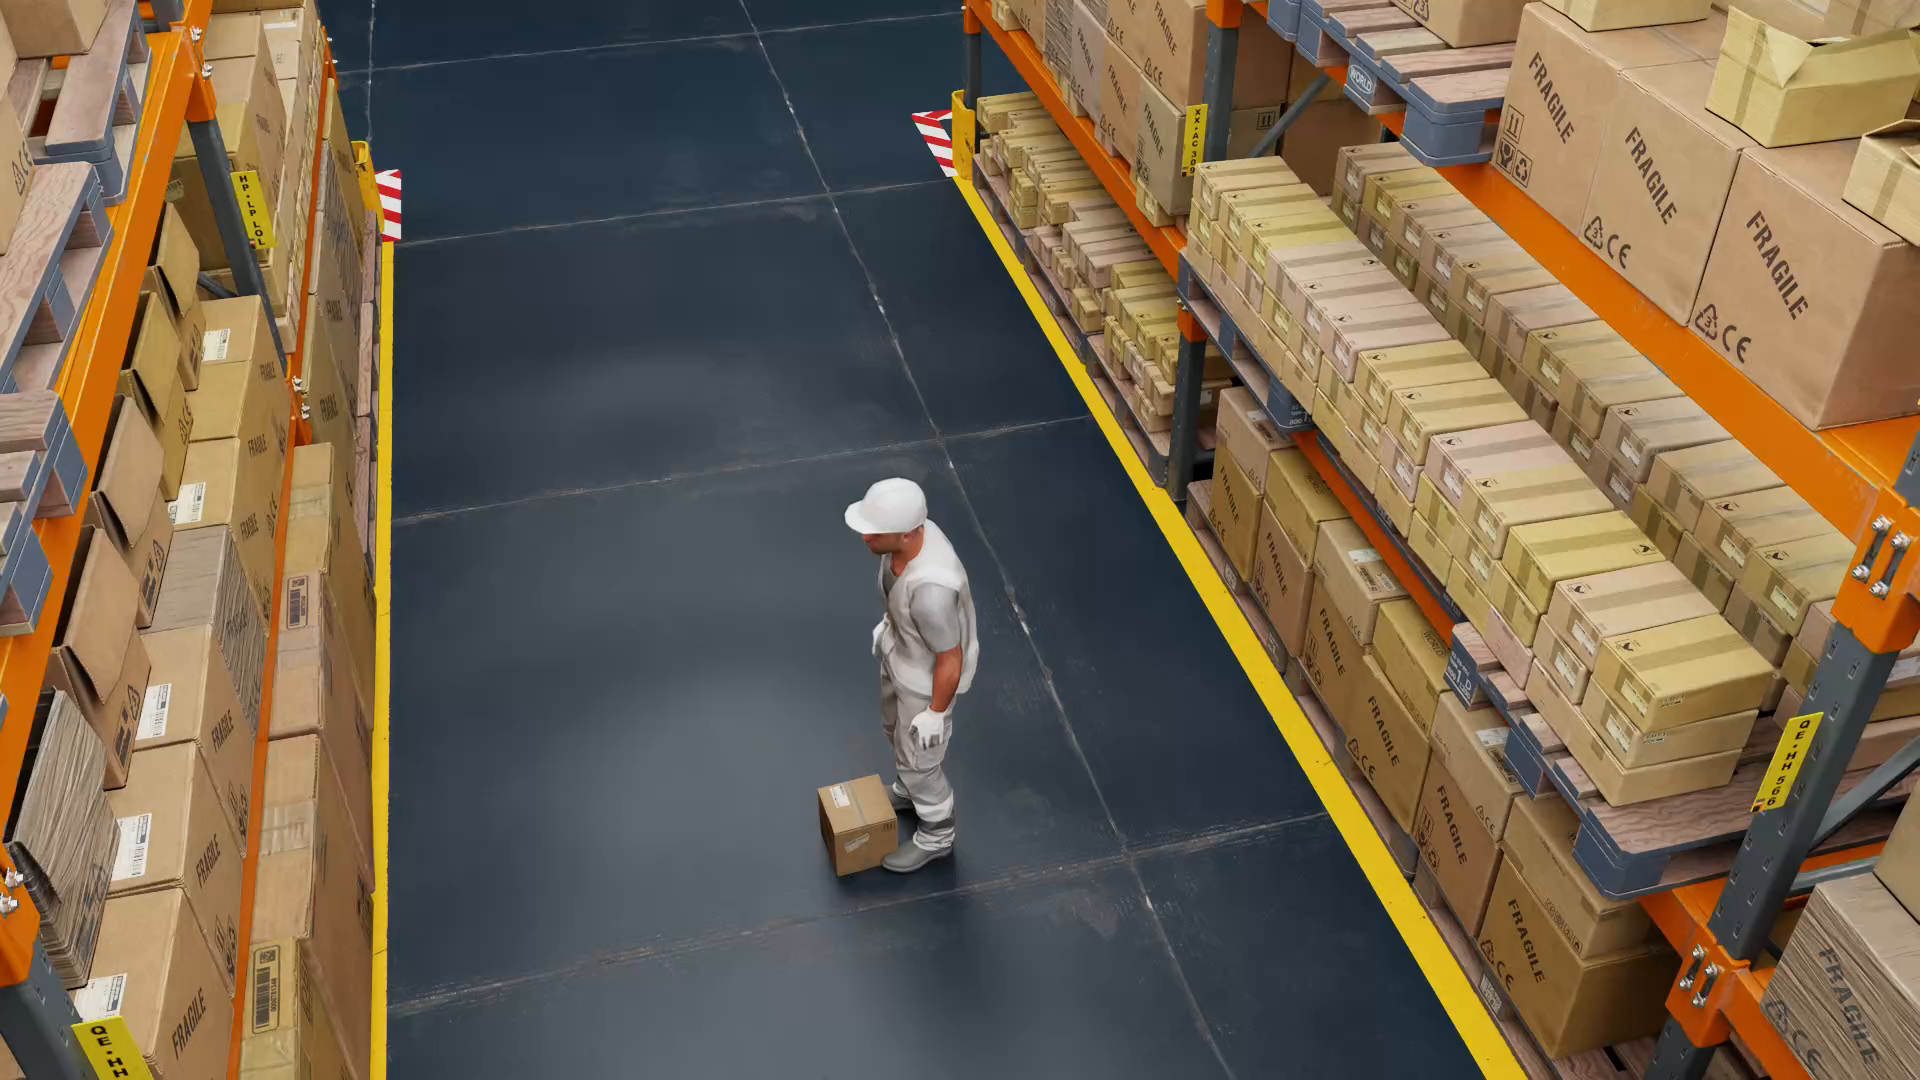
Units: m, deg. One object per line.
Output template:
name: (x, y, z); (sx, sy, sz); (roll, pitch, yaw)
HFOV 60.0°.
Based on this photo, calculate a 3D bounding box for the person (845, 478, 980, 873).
person: (-0.176, 0.483, 6.083); (0.451, 1.778, 0.611); (-12, 39, -14)
